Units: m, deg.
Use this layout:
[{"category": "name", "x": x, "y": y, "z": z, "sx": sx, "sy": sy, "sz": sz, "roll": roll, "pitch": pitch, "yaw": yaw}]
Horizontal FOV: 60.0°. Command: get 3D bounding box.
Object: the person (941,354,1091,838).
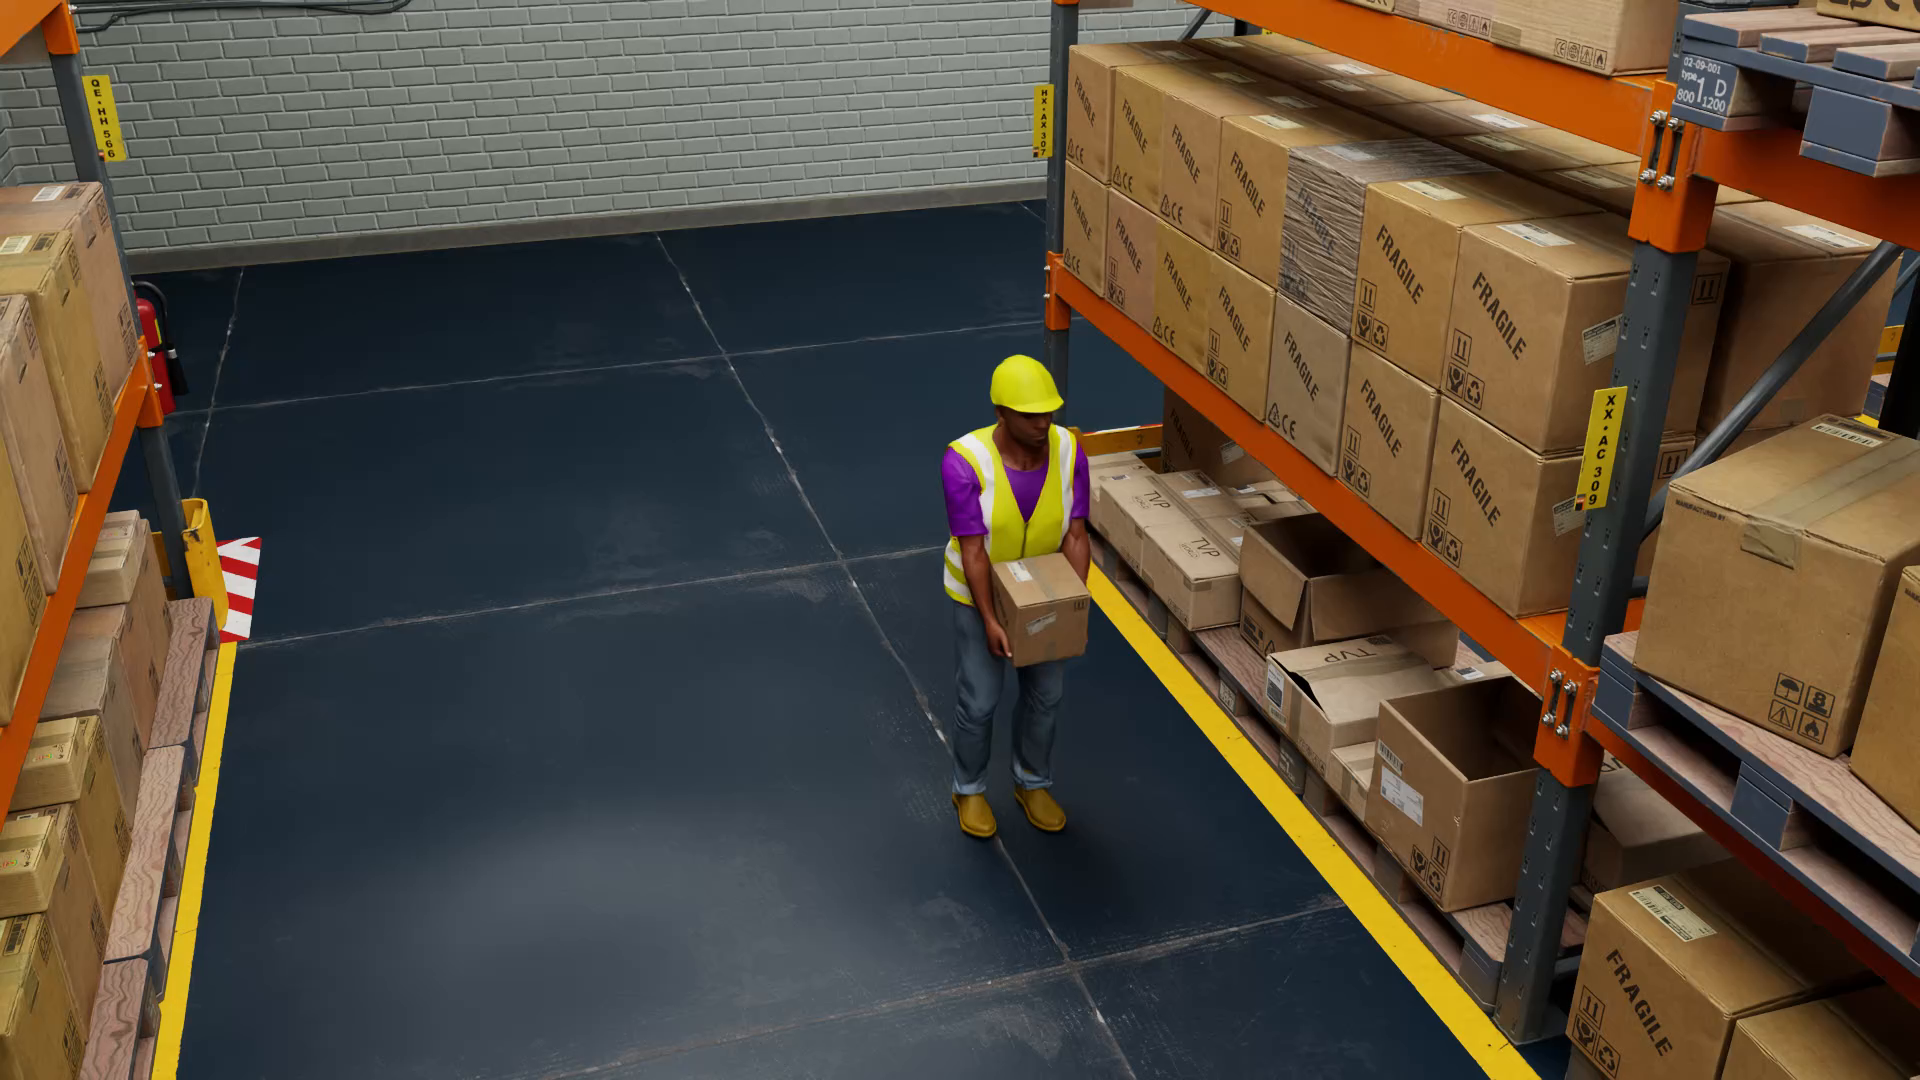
[{"category": "person", "x": 0.209, "y": 0.224, "z": 5.641, "sx": 0.505, "sy": 1.756, "sz": 0.575, "roll": -9, "pitch": 27, "yaw": -17}]
